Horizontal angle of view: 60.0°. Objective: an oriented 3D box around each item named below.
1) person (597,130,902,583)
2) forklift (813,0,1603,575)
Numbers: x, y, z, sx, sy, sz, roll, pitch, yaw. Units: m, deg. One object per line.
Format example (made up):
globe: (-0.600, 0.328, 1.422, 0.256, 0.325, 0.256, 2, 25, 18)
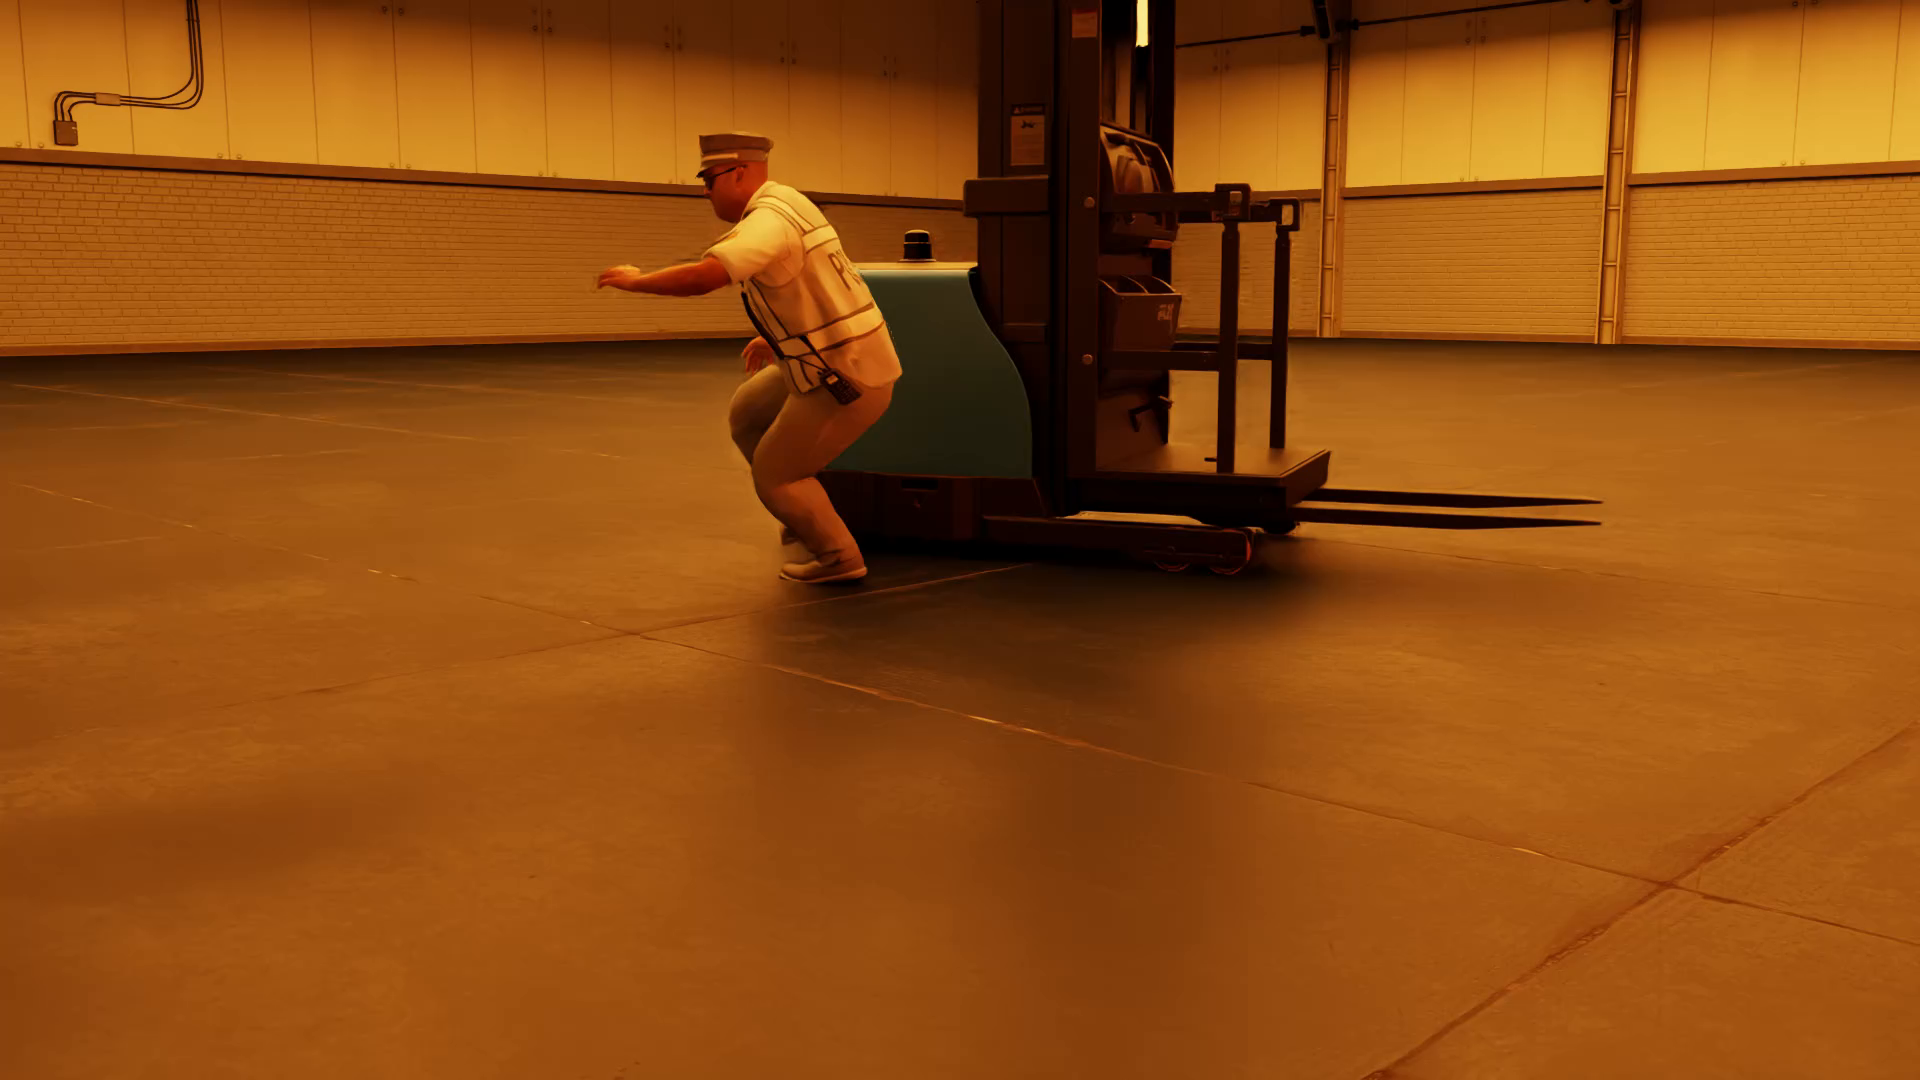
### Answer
person: (-0.676, -0.564, 5.505, 0.951, 1.516, 1.080, -1, 9, -4)
forklift: (0.869, -1.414, 6.263, 3.031, 2.935, 1.130, 3, 9, 21)
